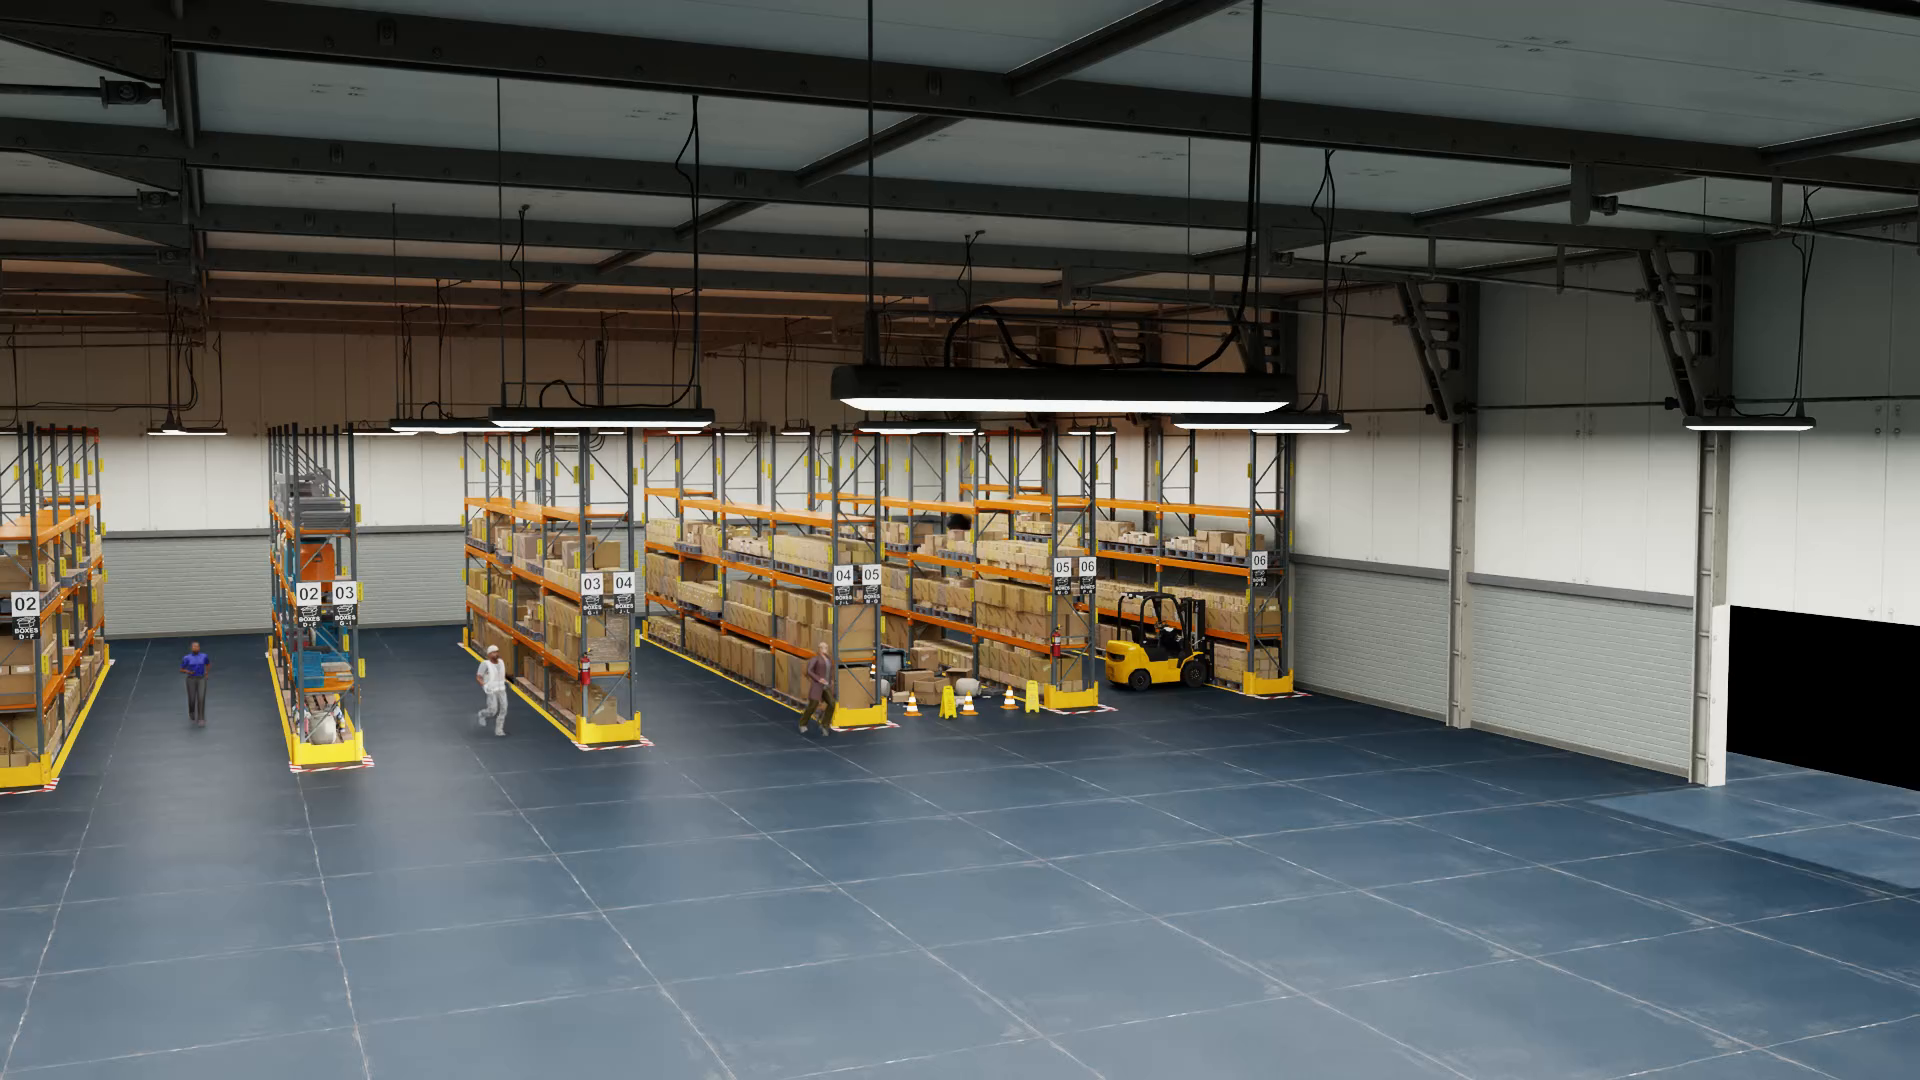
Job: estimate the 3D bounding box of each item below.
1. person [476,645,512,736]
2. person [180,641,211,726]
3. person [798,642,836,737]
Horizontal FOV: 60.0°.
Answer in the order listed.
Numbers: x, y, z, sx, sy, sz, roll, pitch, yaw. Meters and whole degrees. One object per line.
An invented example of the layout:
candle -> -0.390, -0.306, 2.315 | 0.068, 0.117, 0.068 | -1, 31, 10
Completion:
person -> -9.007, 2.870, 32.060 | 0.689, 1.691, 0.677 | 3, 5, 40
person -> -15.237, 2.851, 33.177 | 0.586, 1.630, 0.891 | -2, 4, -32
person -> -2.704, 2.889, 32.255 | 0.765, 1.803, 0.768 | 3, 5, 44
